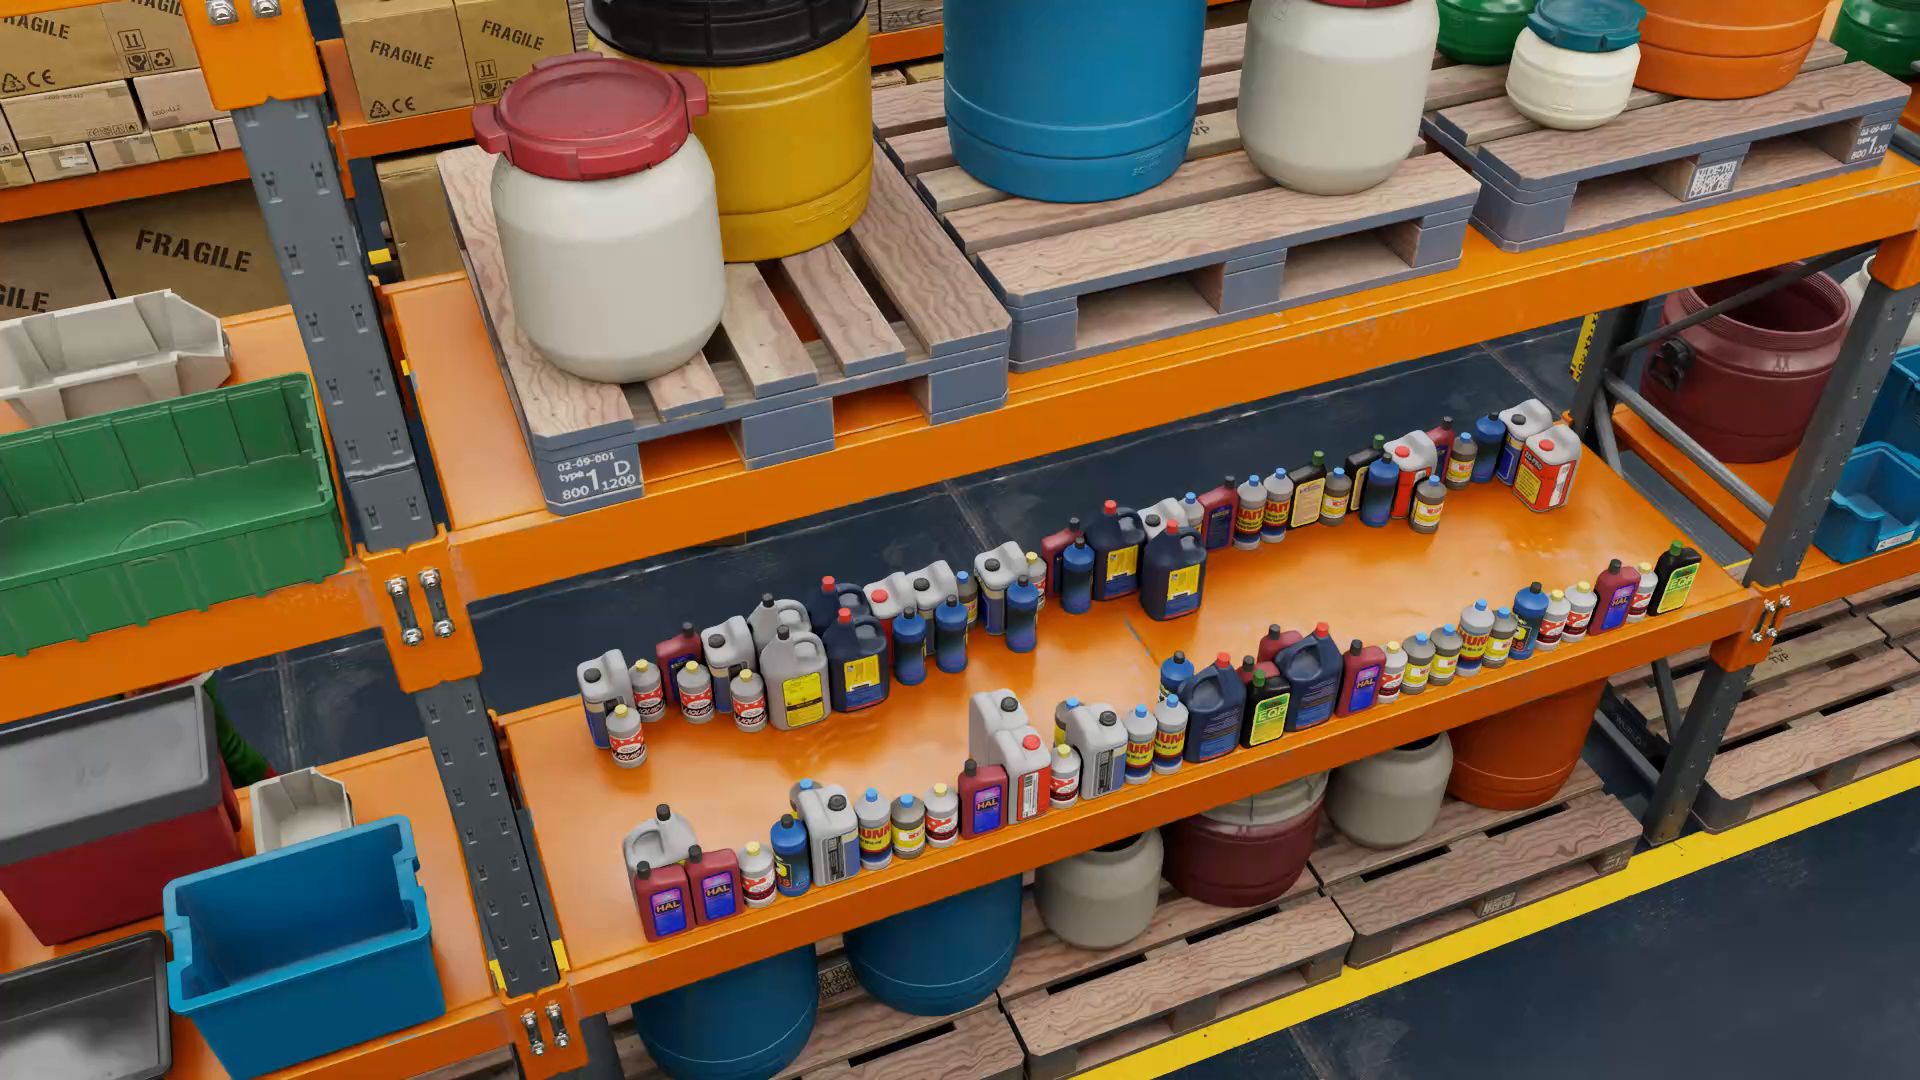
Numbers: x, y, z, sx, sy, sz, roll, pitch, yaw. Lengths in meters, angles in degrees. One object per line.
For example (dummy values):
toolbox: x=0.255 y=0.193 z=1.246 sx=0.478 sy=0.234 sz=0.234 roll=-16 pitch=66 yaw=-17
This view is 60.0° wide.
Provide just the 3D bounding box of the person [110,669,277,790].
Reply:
person: x=-2.704 y=0.450 z=5.622 sx=0.494 sy=1.826 sz=0.533 roll=-16 pitch=44 yaw=-18
